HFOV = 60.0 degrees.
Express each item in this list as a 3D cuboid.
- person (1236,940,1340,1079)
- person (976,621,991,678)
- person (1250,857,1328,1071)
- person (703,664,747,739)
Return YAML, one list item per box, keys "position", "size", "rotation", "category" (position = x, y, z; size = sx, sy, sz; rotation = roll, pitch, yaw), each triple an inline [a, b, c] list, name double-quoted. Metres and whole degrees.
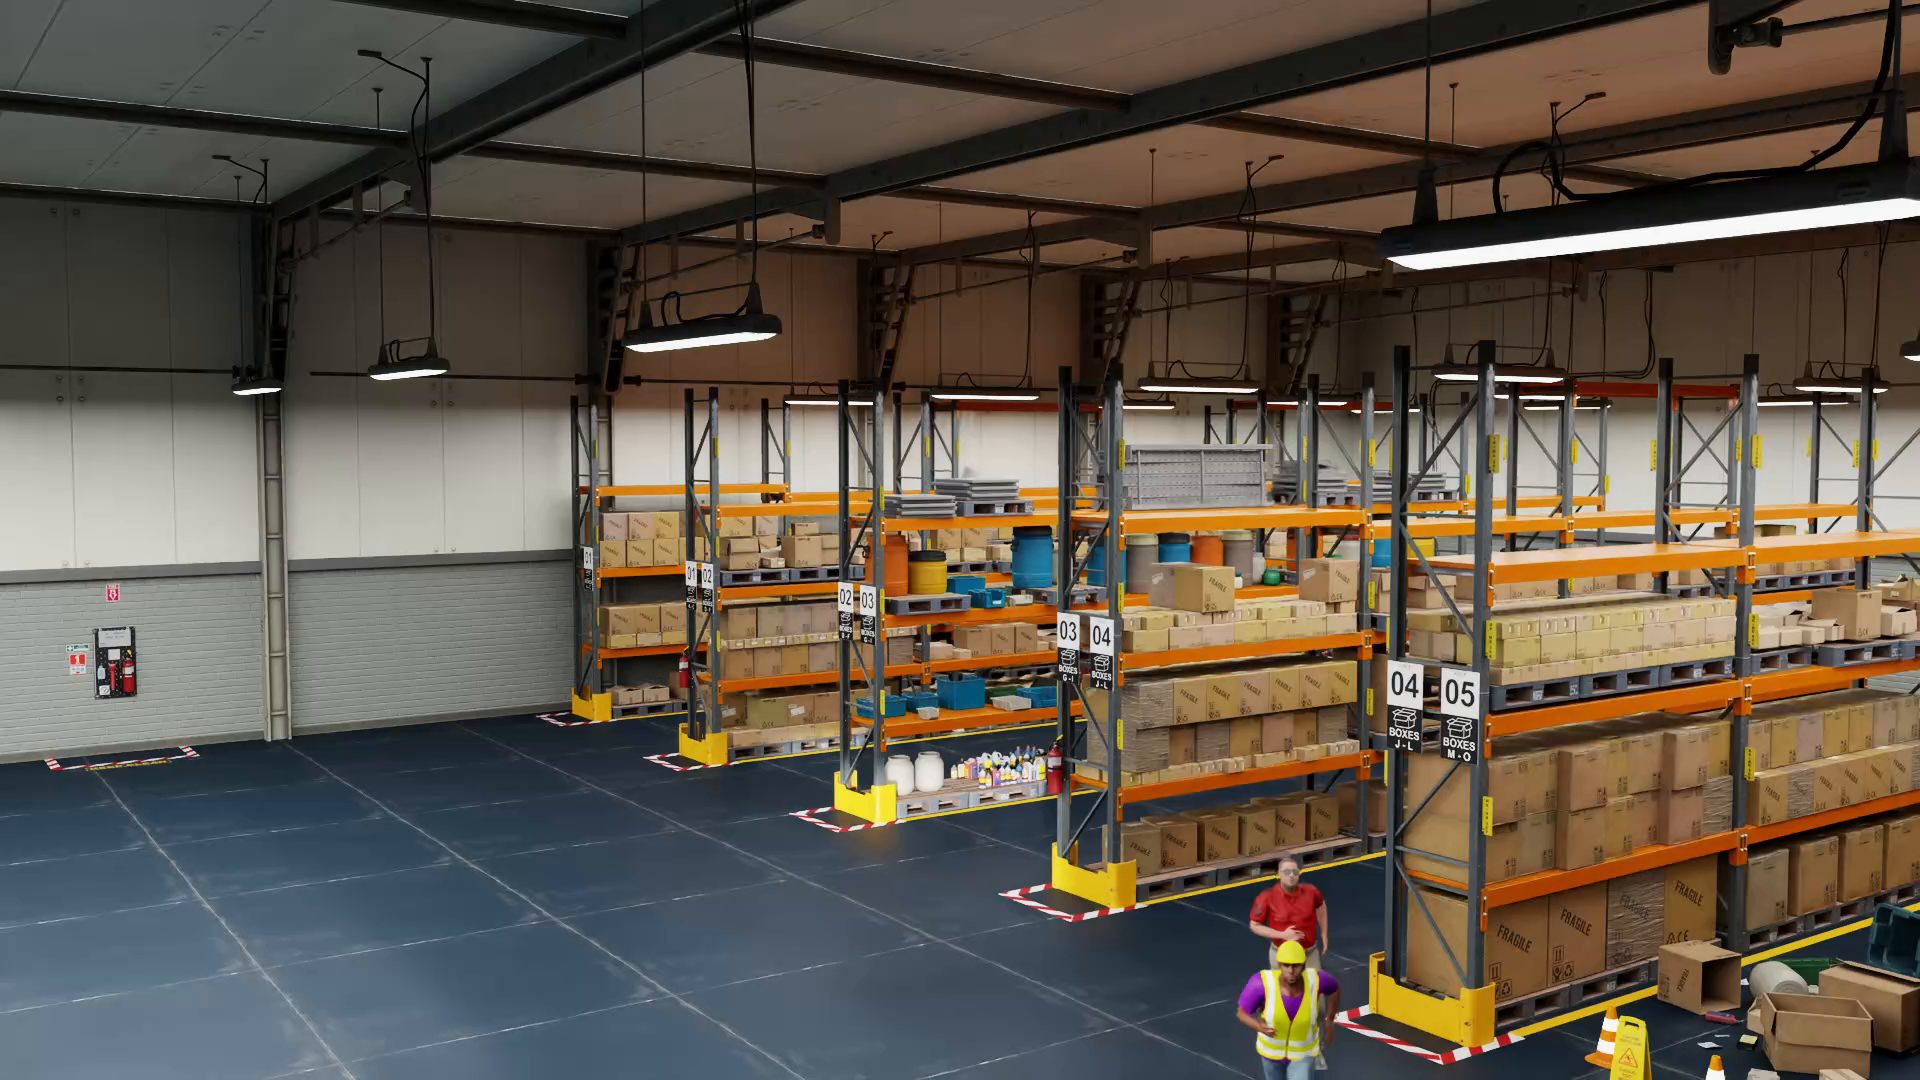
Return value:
- position: [2.292, 3.604, 11.622]
  size: [0.694, 1.774, 1.006]
  rotation: [1, 4, 15]
  category: "person"
- position: [0.454, 2.393, 32.371]
  size: [0.655, 1.627, 0.569]
  rotation: [-3, 5, -41]
  category: "person"
- position: [2.725, 3.516, 13.805]
  size: [0.684, 1.818, 0.667]
  rotation: [0, 3, -1]
  category: "person"
- position: [-4.060, 2.527, 29.061]
  size: [1.069, 1.808, 0.740]
  rotation: [-3, 5, -41]
  category: "person"
